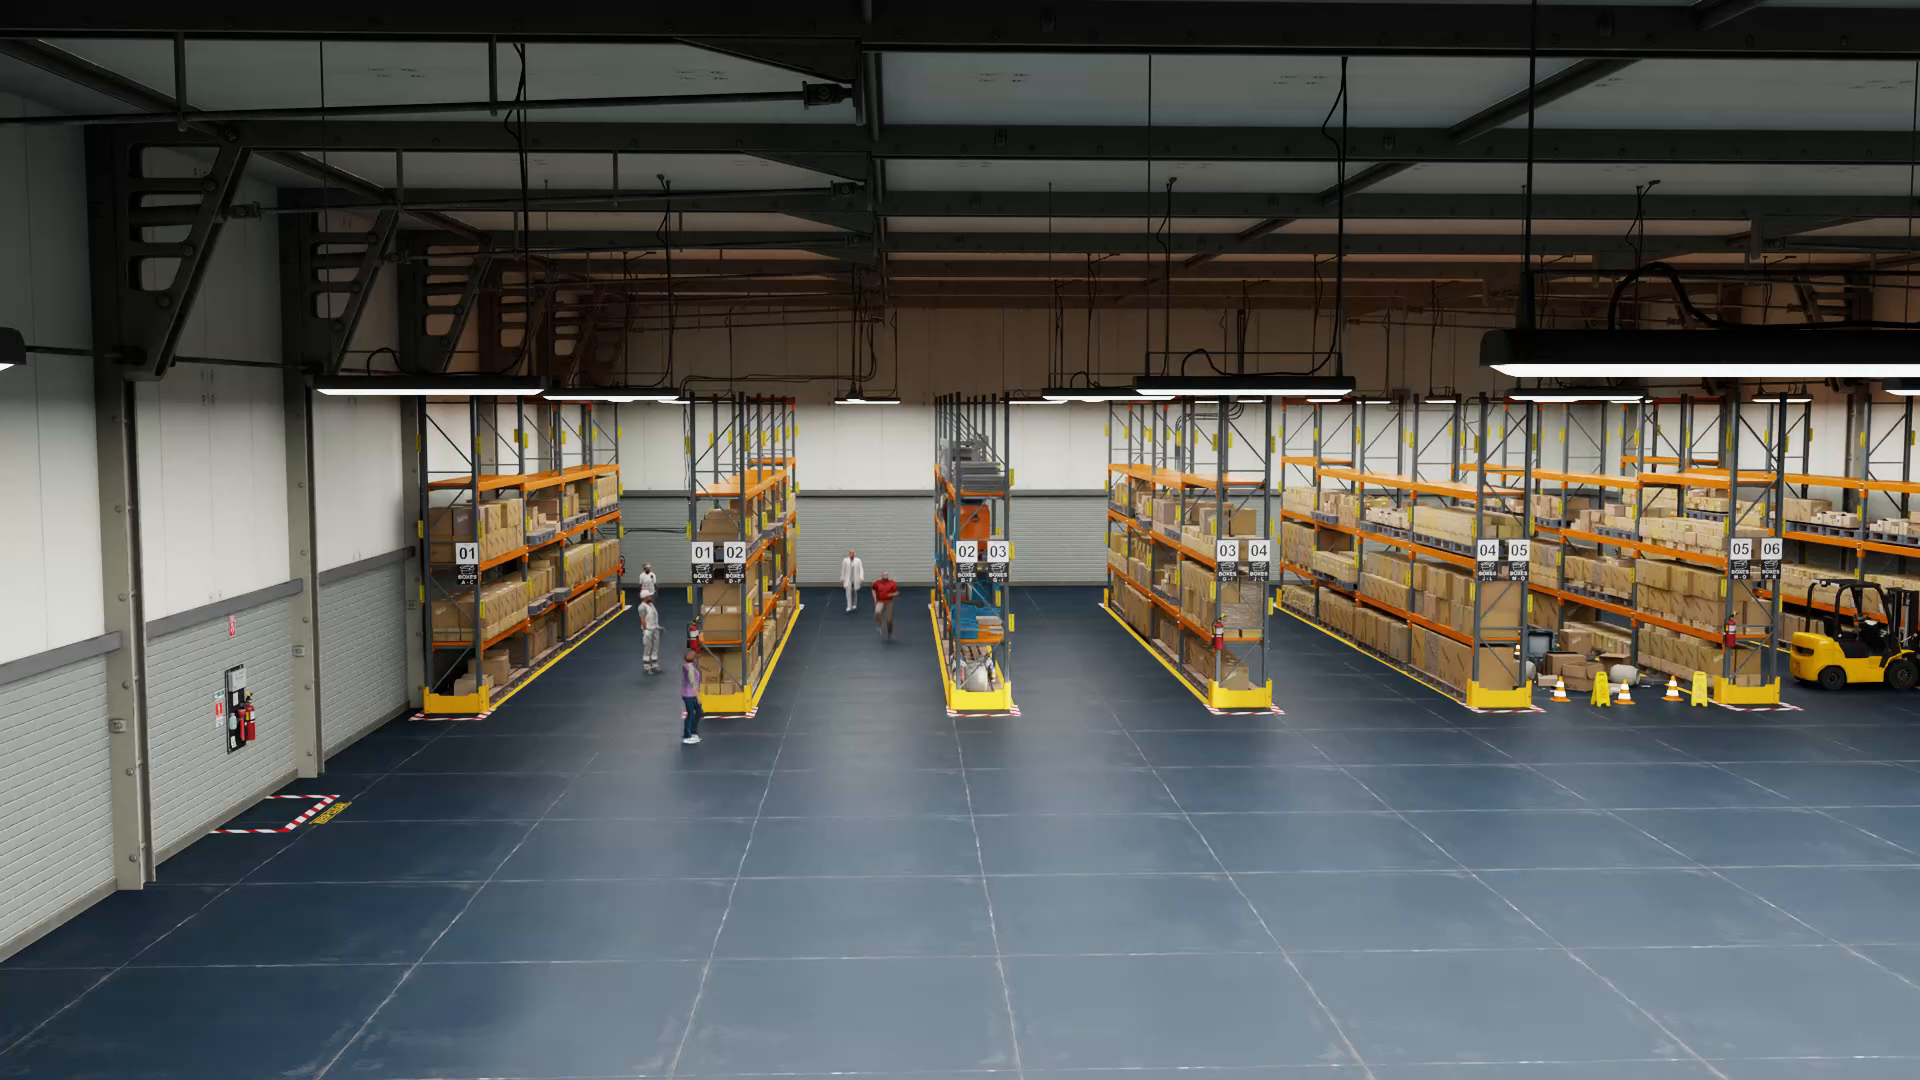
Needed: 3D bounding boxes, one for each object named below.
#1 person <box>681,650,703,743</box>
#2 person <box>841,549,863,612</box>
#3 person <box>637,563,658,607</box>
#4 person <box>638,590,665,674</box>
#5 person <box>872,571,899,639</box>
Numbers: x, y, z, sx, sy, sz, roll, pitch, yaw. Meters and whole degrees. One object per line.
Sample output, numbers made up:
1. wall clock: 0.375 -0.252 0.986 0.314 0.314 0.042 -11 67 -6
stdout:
1. person: -4.572 2.676 28.357 0.380 1.625 0.467 0 5 -1
2. person: -3.016 1.118 46.400 0.645 1.719 1.120 0 5 -3
3. person: -8.191 1.400 43.628 0.541 1.630 0.900 -1 5 -12
4. person: -6.658 1.980 35.982 0.520 1.825 0.603 3 5 29
5. person: -1.826 1.593 40.496 0.688 1.699 0.866 0 5 3
